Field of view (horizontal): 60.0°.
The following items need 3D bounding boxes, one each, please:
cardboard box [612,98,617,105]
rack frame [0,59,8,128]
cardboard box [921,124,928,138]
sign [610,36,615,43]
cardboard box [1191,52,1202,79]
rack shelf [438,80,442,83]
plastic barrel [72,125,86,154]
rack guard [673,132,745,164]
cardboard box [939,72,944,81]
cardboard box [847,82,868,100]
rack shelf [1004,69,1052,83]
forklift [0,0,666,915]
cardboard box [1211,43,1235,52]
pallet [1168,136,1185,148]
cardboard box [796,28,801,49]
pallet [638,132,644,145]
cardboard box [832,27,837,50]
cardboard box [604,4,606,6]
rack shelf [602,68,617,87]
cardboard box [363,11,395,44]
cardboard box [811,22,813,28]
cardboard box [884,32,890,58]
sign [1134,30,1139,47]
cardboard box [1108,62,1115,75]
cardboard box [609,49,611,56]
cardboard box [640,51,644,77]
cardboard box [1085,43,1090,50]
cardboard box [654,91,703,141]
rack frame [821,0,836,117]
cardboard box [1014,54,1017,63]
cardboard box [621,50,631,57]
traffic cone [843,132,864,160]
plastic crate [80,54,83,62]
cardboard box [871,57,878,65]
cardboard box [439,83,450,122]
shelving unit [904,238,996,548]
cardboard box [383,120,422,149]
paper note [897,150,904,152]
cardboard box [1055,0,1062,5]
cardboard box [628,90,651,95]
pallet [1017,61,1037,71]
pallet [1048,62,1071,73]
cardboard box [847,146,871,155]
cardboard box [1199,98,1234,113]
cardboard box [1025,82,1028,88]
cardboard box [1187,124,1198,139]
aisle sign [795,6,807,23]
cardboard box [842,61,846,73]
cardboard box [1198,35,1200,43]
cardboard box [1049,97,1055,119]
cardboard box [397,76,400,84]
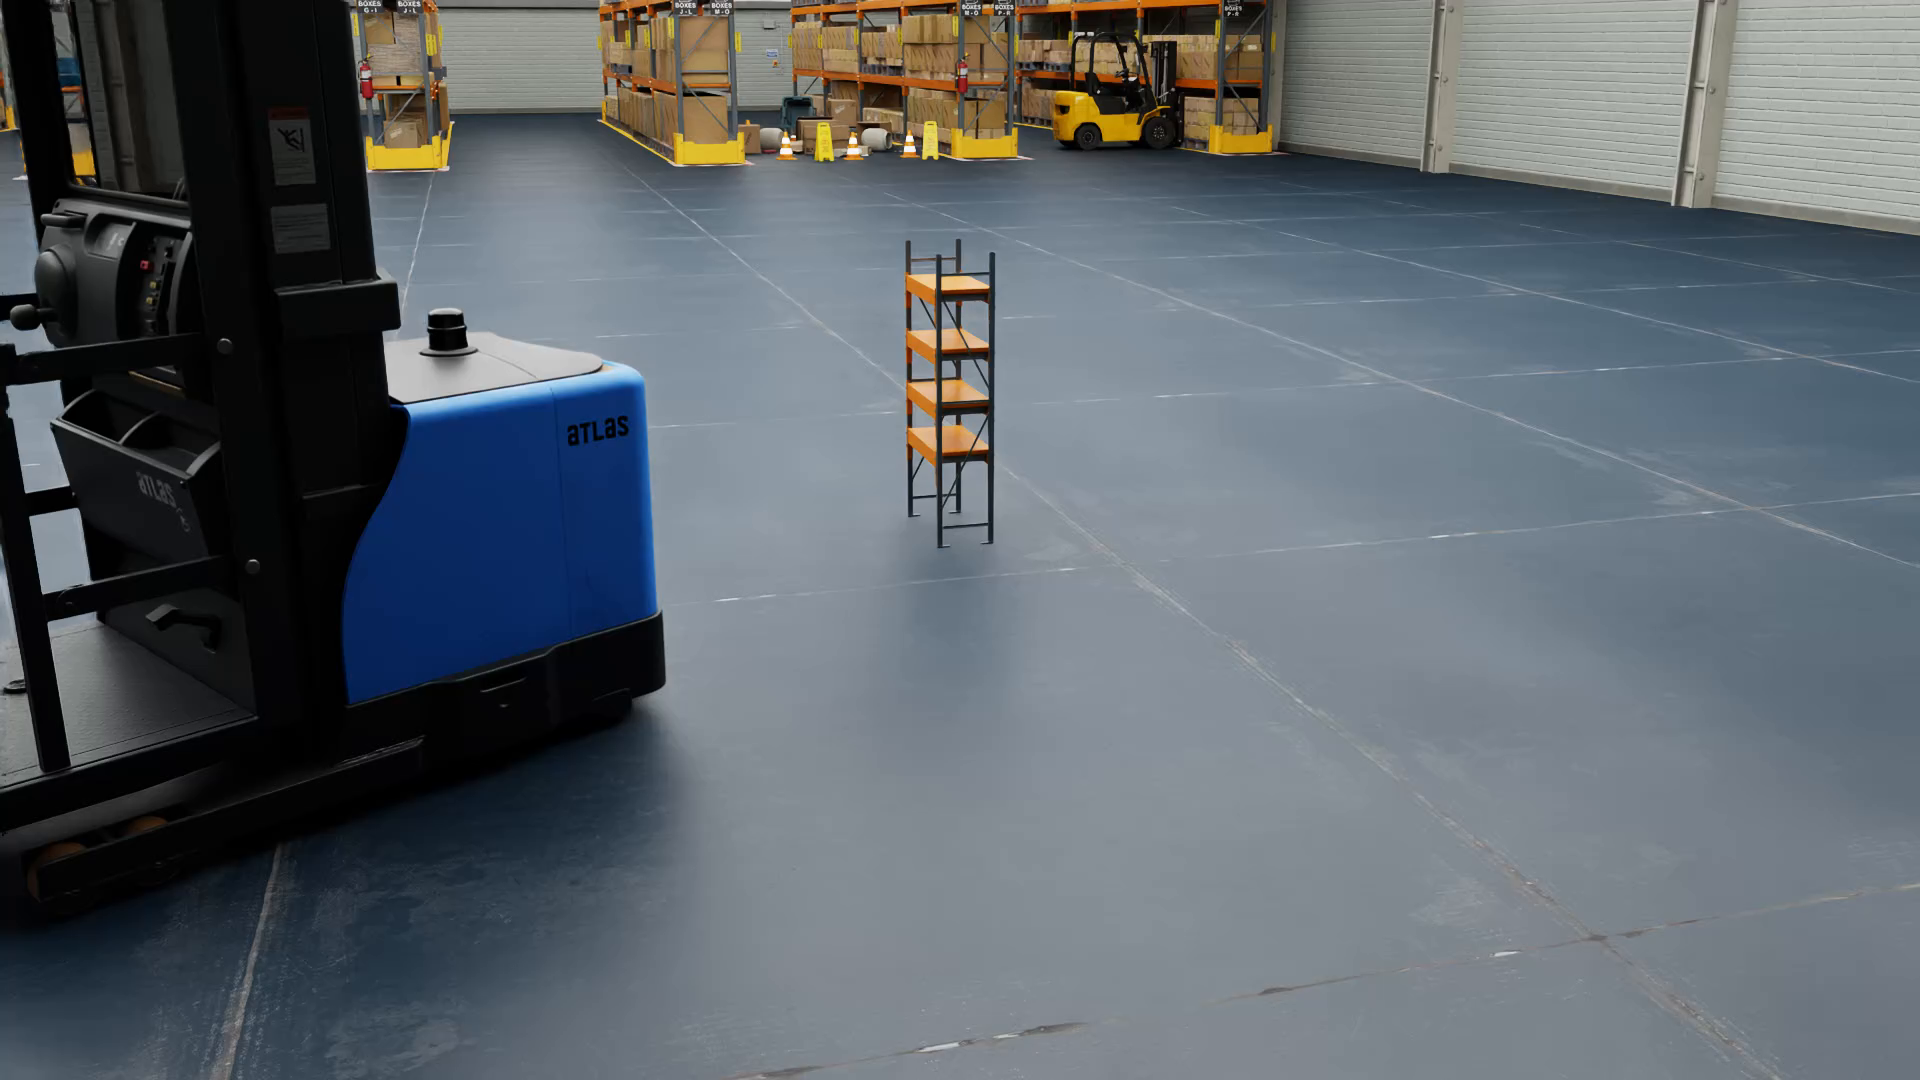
[{"bbox_3d":[-8.260,-10.675,40.469,0.380,0.149,0.250,-6,18,-18],"label":"cardboard box"},{"bbox_3d":[-22.991,-11.156,38.876,1.000,3.000,0.127,-5,17,-15],"label":"rack frame"},{"bbox_3d":[-0.430,-7.808,31.782,0.500,0.250,0.500,-5,17,-16],"label":"cardboard box"},{"bbox_3d":[-8.088,-11.565,38.734,0.100,0.325,0.005,-5,17,-15],"label":"sign"},{"bbox_3d":[4.711,-8.996,31.514,0.500,0.500,0.500,-4,17,-14],"label":"cardboard box"},{"bbox_3d":[-11.816,-9.934,36.058,1.077,0.370,4.000,-5,17,-15],"label":"rack shelf"},{"bbox_3d":[-14.084,-6.306,26.326,0.421,0.512,0.421,0,17,0],"label":"plastic barrel"},{"bbox_3d":[-4.264,-6.672,28.296,1.175,0.500,0.348,-5,17,-15],"label":"rack guard"},{"bbox_3d":[-0.174,-8.464,30.353,0.380,0.149,0.250,-4,17,-14],"label":"cardboard box"},{"bbox_3d":[-2.089,-10.137,38.447,0.875,0.875,0.875,-4,17,-15],"label":"cardboard box"},{"bbox_3d":[1.385,-12.217,43.660,1.077,0.370,4.000,-5,17,-15],"label":"rack shelf"},{"bbox_3d":[-2.303,-0.676,4.106,1.130,2.935,3.031,15,23,41],"label":"forklift"},{"bbox_3d":[4.868,-9.121,30.802,0.380,0.149,0.250,-4,17,-14],"label":"cardboard box"},{"bbox_3d":[4.650,-7.899,32.880,1.003,0.211,1.213,-5,17,-15],"label":"pallet"},{"bbox_3d":[-3.930,-12.950,42.939,0.500,0.500,0.500,-5,17,-17],"label":"cardboard box"},{"bbox_3d":[-5.994,-8.193,33.859,1.003,0.211,1.213,-5,17,-15],"label":"pallet"},{"bbox_3d":[-2.691,-11.720,38.842,0.500,0.500,0.500,-5,17,-17],"label":"cardboard box"},{"bbox_3d":[-8.364,-13.091,40.366,0.500,0.250,0.500,-5,17,-16],"label":"cardboard box"},{"bbox_3d":[-8.118,-11.404,40.954,1.077,0.370,4.000,-5,17,-15],"label":"rack shelf"},{"bbox_3d":[-9.456,-8.314,26.986,0.500,0.500,0.500,-5,17,-15],"label":"cardboard box"},{"bbox_3d":[-3.518,-12.871,41.547,0.380,0.149,0.250,-5,17,-16],"label":"cardboard box"},{"bbox_3d":[-1.260,-10.183,34.218,0.500,0.500,0.500,-4,17,-13],"label":"cardboard box"},{"bbox_3d":[3.614,-10.266,34.041,0.100,0.325,0.005,-5,17,-15],"label":"sign"},{"bbox_3d":[3.493,-10.121,35.691,0.500,0.250,0.500,-5,17,-15],"label":"cardboard box"},{"bbox_3d":[-7.903,-11.273,38.458,0.380,0.149,0.250,-4,17,-14],"label":"cardboard box"},{"bbox_3d":[-6.048,-9.433,32.968,0.500,0.500,0.500,-5,17,-15],"label":"cardboard box"},{"bbox_3d":[3.008,-11.006,37.077,0.380,0.149,0.250,-4,17,-14],"label":"cardboard box"},{"bbox_3d":[-5.265,-7.987,31.289,0.875,0.875,0.875,-4,17,-14],"label":"cardboard box"},{"bbox_3d":[-2.837,-11.615,40.404,1.000,3.000,0.127,-5,17,-15],"label":"rack frame"},{"bbox_3d":[1.560,-12.200,42.098,0.500,0.250,0.500,-4,17,-14],"label":"cardboard box"},{"bbox_3d":[-7.043,-10.413,35.593,0.380,0.149,0.250,-4,17,-14],"label":"cardboard box"},{"bbox_3d":[-1.872,-6.916,29.170,0.336,0.463,0.334,-5,17,-15],"label":"traffic cone"},{"bbox_3d":[-15.356,-8.367,29.482,0.402,0.464,0.583,-5,17,-15],"label":"plastic crate"},{"bbox_3d":[-1.695,-10.247,35.557,0.380,0.149,0.250,-5,17,-15],"label":"cardboard box"},{"bbox_3d":[-11.924,-9.592,36.635,1.225,0.875,0.875,-5,18,-17],"label":"cardboard box"},{"bbox_3d":[-0.045,-0.620,6.932,0.258,1.200,0.503,-5,17,-15],"label":"shelving unit"},{"bbox_3d":[-9.420,-6.853,28.166,0.500,0.500,0.500,0,17,-1],"label":"cardboard box"},{"bbox_3d":[-1.155,-7.312,31.242,0.142,0.019,0.148,-12,20,-34],"label":"paper note"},{"bbox_3d":[2.520,-12.528,38.492,0.500,0.250,0.500,-5,17,-15],"label":"cardboard box"},{"bbox_3d":[-6.909,-9.621,36.077,0.500,0.250,0.500,-5,17,-17],"label":"cardboard box"},{"bbox_3d":[2.049,-11.687,40.977,1.003,0.211,1.213,-5,17,-15],"label":"pallet"},{"bbox_3d":[2.780,-10.992,38.664,1.213,0.211,1.003,-5,17,-15],"label":"pallet"},{"bbox_3d":[-1.841,-7.133,30.439,0.380,0.149,0.250,4,17,13],"label":"cardboard box"},{"bbox_3d":[4.806,-8.155,31.197,0.500,0.250,0.500,-4,17,-13],"label":"cardboard box"},{"bbox_3d":[1.836,-11.350,41.493,0.380,0.149,0.250,-5,17,-16],"label":"cardboard box"},{"bbox_3d":[4.672,-7.816,31.809,0.500,0.250,0.500,-5,17,-15],"label":"cardboard box"},{"bbox_3d":[-4.235,-13.963,43.704,0.394,0.787,0.004,-5,17,-15],"label":"aisle sign"},{"bbox_3d":[-2.405,-10.836,38.074,0.500,0.250,0.500,-5,17,-16],"label":"cardboard box"},{"bbox_3d":[4.739,-9.483,31.490,0.380,0.149,0.250,-5,17,-15],"label":"cardboard box"},{"bbox_3d":[2.437,-10.290,39.608,0.500,0.500,0.500,-4,17,-13],"label":"cardboard box"},{"bbox_3d":[-9.614,-7.731,27.913,0.380,0.149,0.250,-5,17,-15],"label":"cardboard box"}]
